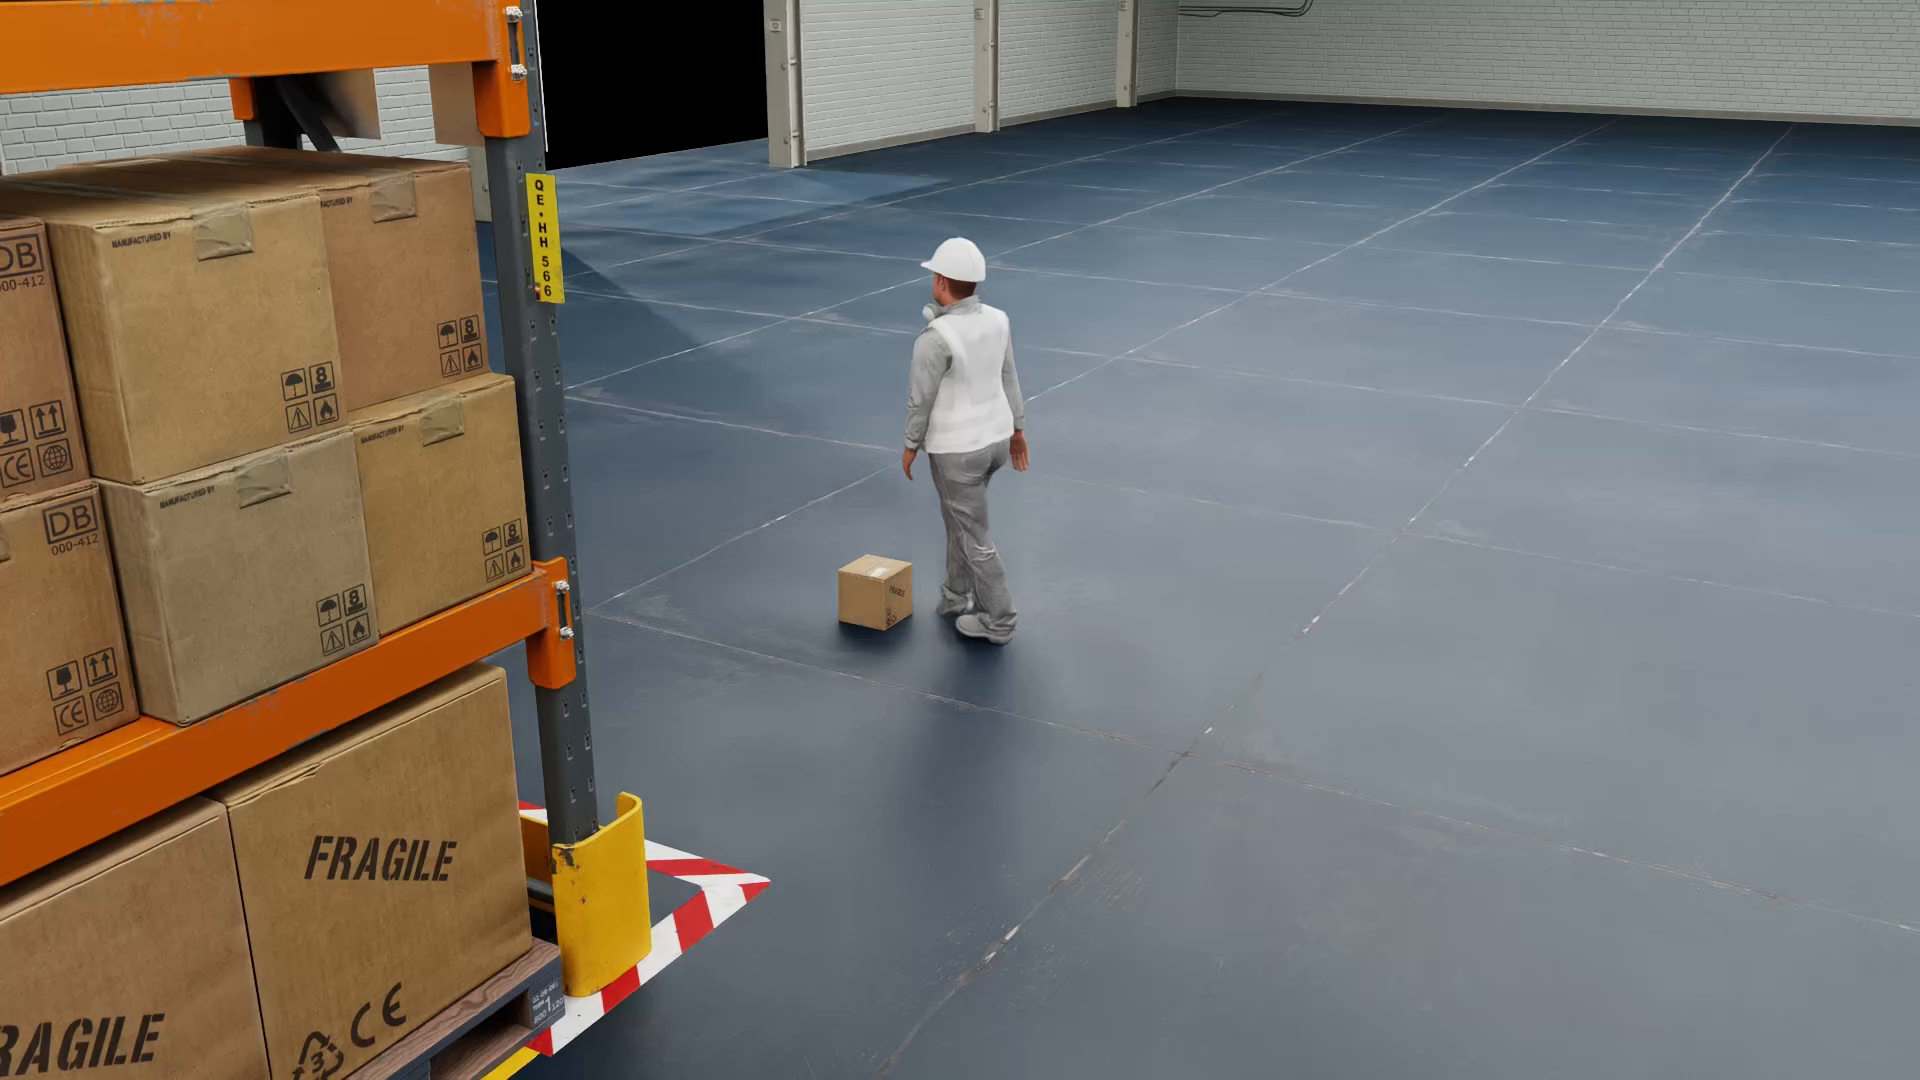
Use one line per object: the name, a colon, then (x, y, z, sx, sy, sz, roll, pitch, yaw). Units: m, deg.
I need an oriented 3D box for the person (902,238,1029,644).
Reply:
person: (-0.016, -0.391, 7.205, 0.609, 1.835, 0.581, 14, 24, 35)
